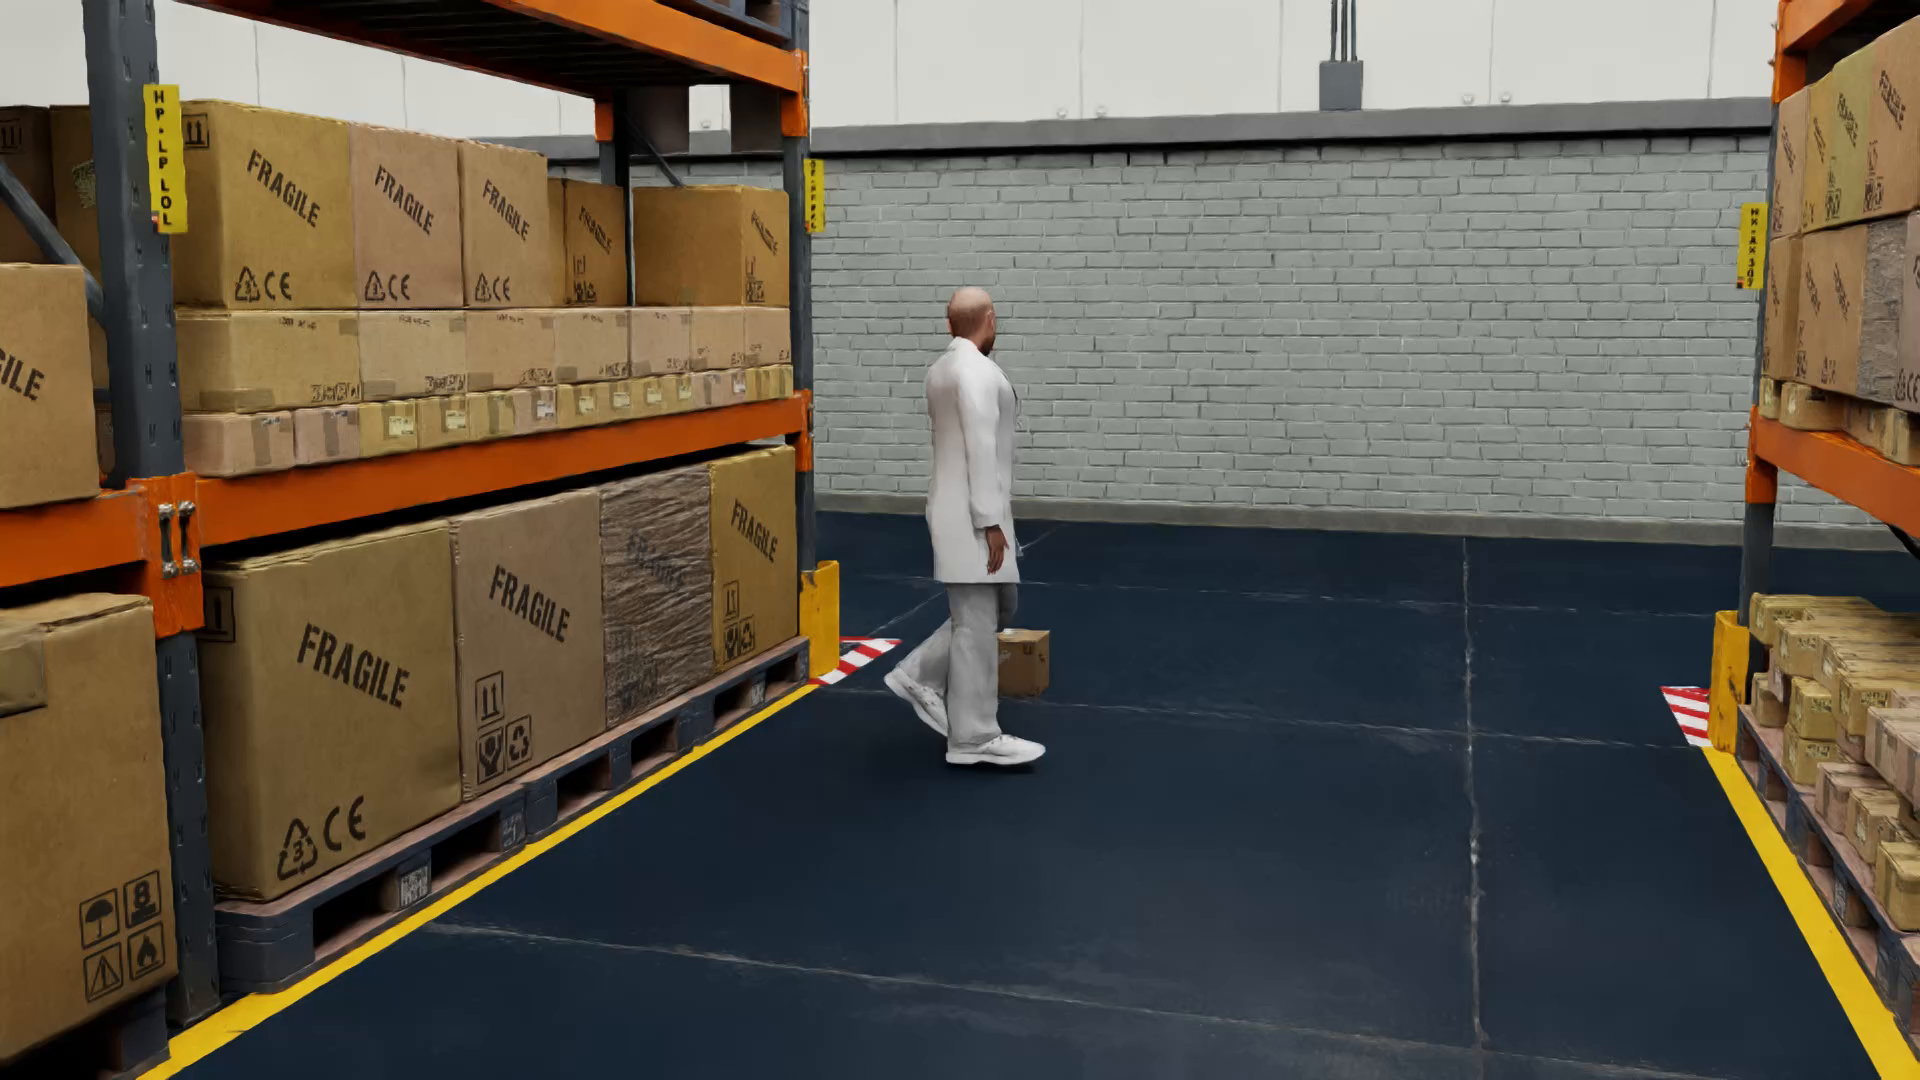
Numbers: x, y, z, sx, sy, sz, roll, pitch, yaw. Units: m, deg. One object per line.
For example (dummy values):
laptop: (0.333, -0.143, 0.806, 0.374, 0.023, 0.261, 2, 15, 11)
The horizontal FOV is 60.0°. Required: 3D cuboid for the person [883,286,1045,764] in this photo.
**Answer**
person: (0.000, -0.067, 6.285, 0.565, 1.761, 0.652, -2, 8, -12)
